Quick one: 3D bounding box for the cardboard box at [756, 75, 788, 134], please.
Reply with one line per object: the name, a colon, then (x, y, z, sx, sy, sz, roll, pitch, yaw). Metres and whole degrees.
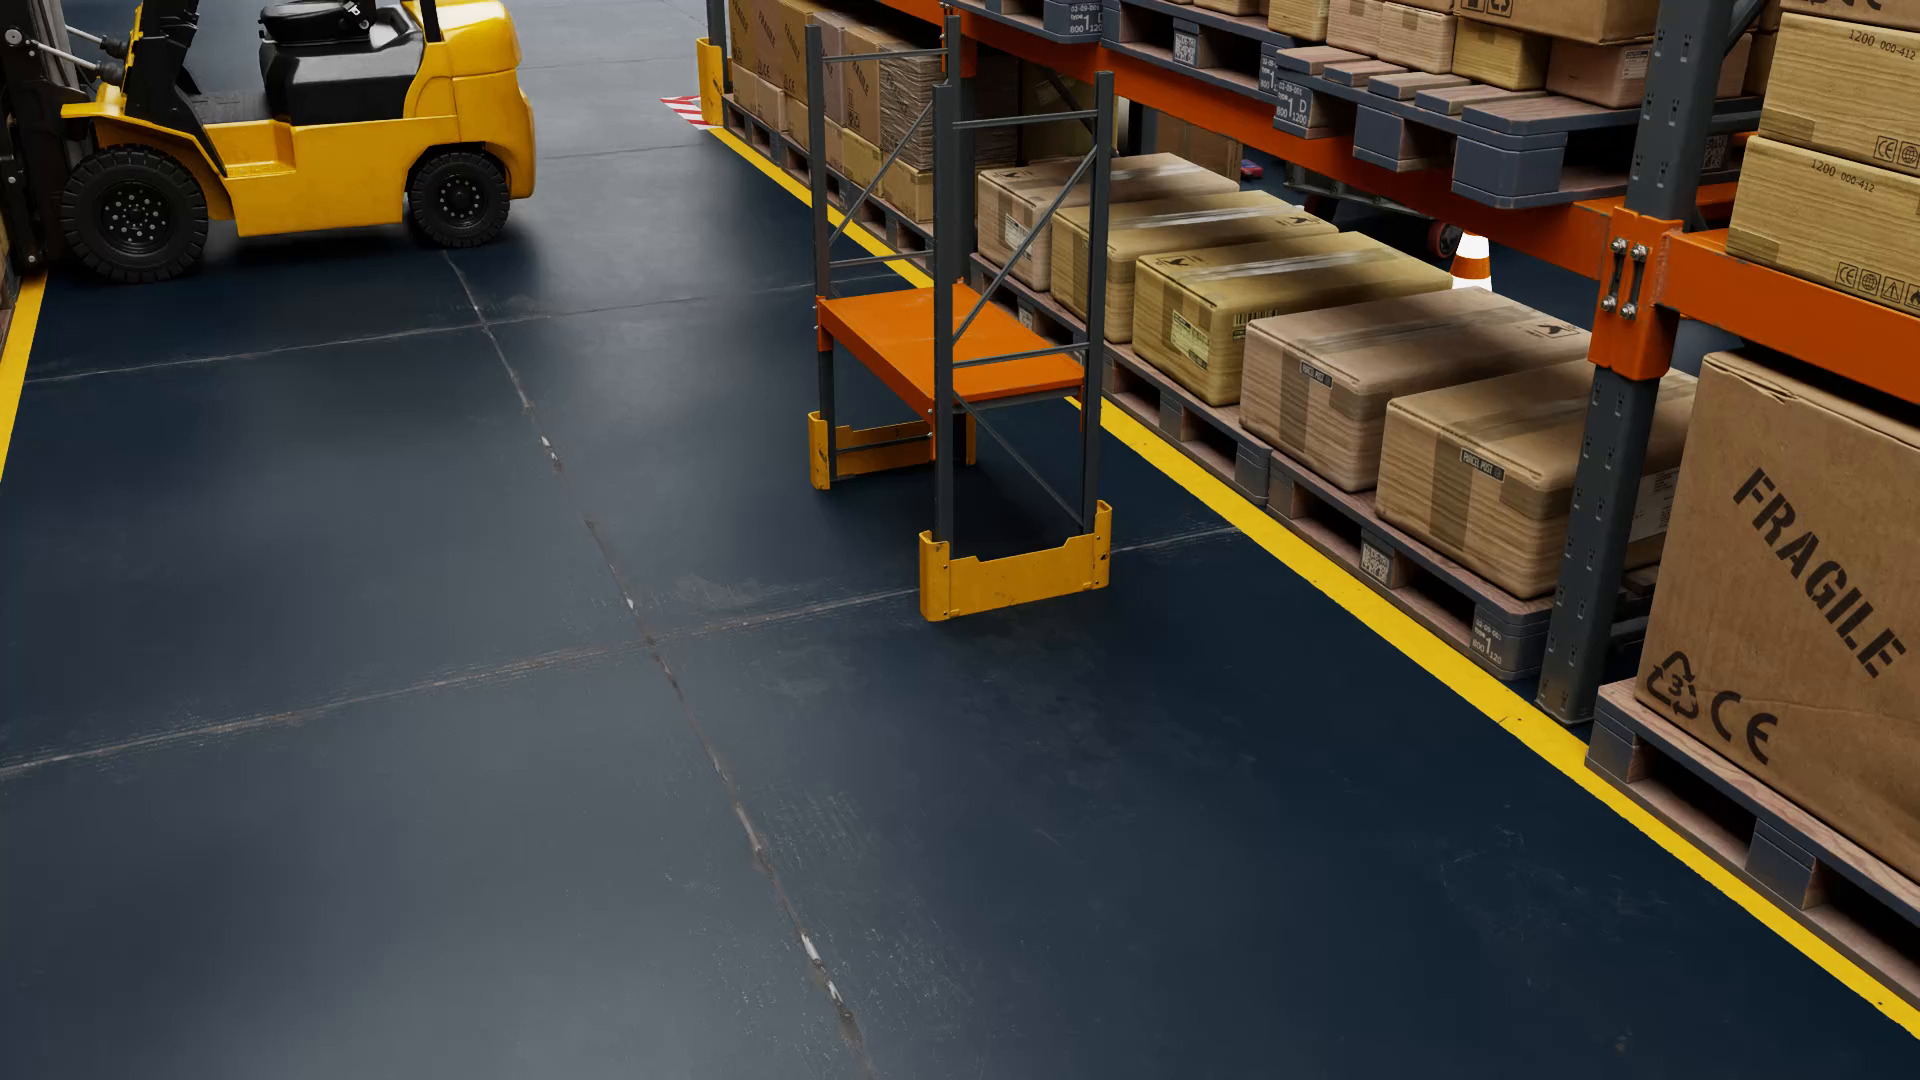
cardboard box: (-0.889, -2.577, 9.764, 0.500, 0.250, 0.500, -10, 28, -19)

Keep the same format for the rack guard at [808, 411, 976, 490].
rack guard: (-0.225, -0.344, 5.670, 0.587, 0.250, 0.087, -11, 28, -21)

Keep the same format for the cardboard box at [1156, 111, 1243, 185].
cardboard box: (1.255, -2.134, 9.047, 0.500, 0.500, 0.500, 8, 27, 15)

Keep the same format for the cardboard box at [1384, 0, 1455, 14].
cardboard box: (1.343, -1.685, 4.350, 0.500, 0.500, 0.500, -11, 28, -21)

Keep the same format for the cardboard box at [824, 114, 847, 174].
cardboard box: (-0.469, -2.154, 8.899, 0.500, 0.250, 0.500, -10, 28, -20)

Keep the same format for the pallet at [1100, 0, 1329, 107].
pallet: (1.176, -1.681, 5.492, 1.003, 0.211, 1.213, -11, 28, -21)

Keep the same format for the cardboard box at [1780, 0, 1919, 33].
cardboard box: (1.957, -1.228, 3.092, 0.500, 0.500, 0.500, -12, 28, -22)

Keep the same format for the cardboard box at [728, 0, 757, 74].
cardboard box: (-1.073, -3.112, 10.005, 0.500, 0.500, 0.500, -12, 28, -22)

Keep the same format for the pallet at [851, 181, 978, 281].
pallet: (0.127, -1.601, 8.289, 1.003, 0.211, 1.213, -11, 28, -21)

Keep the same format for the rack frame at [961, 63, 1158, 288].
rack frame: (0.423, -2.589, 7.135, 1.000, 3.000, 0.127, -11, 28, -21)

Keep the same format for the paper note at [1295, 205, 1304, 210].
paper note: (1.785, -1.762, 8.825, 0.148, 0.019, 0.142, -11, 28, -21)

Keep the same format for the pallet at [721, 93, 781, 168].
pallet: (-0.828, -2.586, 10.307, 1.003, 0.211, 1.213, -11, 28, -21)

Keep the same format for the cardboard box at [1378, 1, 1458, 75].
cardboard box: (1.333, -1.332, 4.367, 0.380, 0.149, 0.250, -11, 28, -21)

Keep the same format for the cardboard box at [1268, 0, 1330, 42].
cardboard box: (1.121, -1.544, 4.801, 0.380, 0.149, 0.250, -10, 28, -20)

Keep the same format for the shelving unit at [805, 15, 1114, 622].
shelving unit: (-0.030, -0.705, 4.984, 0.587, 1.500, 1.083, -11, 28, -21)

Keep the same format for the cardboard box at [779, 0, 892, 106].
cardboard box: (-0.675, -2.697, 9.157, 0.500, 0.500, 0.500, -10, 28, -20)

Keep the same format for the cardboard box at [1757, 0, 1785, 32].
cardboard box: (2.026, -1.563, 4.102, 0.500, 0.500, 0.500, -11, 28, -22)

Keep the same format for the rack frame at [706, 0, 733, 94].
rack frame: (-1.144, -4.204, 10.442, 1.000, 3.000, 0.127, -11, 28, -21)

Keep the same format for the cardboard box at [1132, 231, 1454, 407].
cardboard box: (1.189, -0.816, 6.019, 0.950, 0.372, 0.625, -10, 28, -19)

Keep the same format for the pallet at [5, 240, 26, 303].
pallet: (-4.898, -1.304, 7.679, 1.003, 0.211, 1.213, -11, 28, -21)

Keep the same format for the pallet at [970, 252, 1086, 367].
pallet: (0.729, -1.022, 7.103, 1.003, 0.211, 1.213, -11, 28, -21)

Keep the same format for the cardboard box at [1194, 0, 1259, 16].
cardboard box: (0.965, -1.754, 5.232, 0.380, 0.149, 0.250, -12, 28, -22)

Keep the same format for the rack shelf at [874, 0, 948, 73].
rack shelf: (-0.361, -3.074, 8.946, 1.077, 0.370, 4.000, -11, 28, -21)

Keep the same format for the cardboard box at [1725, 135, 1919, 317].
cardboard box: (1.949, -0.666, 3.367, 0.500, 0.250, 0.500, -11, 28, -21)

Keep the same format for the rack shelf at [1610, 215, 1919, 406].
rack shelf: (2.772, 0.156, 2.332, 1.077, 0.370, 4.000, -11, 28, -21)

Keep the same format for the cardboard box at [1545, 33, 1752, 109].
cardboard box: (1.644, -1.142, 3.979, 0.380, 0.149, 0.250, -10, 28, -19)

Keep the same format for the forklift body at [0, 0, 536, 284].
forklift body: (-3.288, -2.516, 7.953, 2.313, 2.155, 1.214, -11, 28, -21)

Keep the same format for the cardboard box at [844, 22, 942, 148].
cardboard box: (-0.257, -2.277, 8.296, 0.500, 0.500, 0.500, -10, 28, -20)

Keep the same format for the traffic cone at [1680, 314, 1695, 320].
traffic cone: (3.230, -1.244, 7.271, 0.336, 0.463, 0.334, -11, 28, -21)

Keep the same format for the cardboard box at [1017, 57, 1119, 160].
cardboard box: (0.440, -2.164, 8.064, 0.500, 0.500, 0.500, -9, 27, -18)

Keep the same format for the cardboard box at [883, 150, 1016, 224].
cardboard box: (-0.056, -1.735, 8.040, 0.500, 0.250, 0.500, -9, 28, -18)

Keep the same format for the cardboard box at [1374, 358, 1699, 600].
cardboard box: (1.777, -0.212, 4.782, 0.950, 0.372, 0.625, -13, 29, -24)

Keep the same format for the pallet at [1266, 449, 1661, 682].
pallet: (1.684, -0.037, 5.086, 1.003, 0.211, 1.213, -11, 28, -21)

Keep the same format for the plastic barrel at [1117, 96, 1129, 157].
plastic barrel: (1.058, -2.473, 9.832, 0.512, 0.421, 0.421, 8, 27, 15)

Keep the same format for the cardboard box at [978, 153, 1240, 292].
cardboard box: (0.630, -1.386, 7.186, 0.950, 0.372, 0.625, -10, 28, -20)

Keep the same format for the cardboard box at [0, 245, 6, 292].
cardboard box: (-4.241, -1.143, 6.827, 0.500, 0.250, 0.500, -11, 28, -22)

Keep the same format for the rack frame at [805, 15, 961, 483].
rack frame: (-0.232, -0.914, 5.412, 0.500, 1.500, 0.032, -11, 28, -21)
